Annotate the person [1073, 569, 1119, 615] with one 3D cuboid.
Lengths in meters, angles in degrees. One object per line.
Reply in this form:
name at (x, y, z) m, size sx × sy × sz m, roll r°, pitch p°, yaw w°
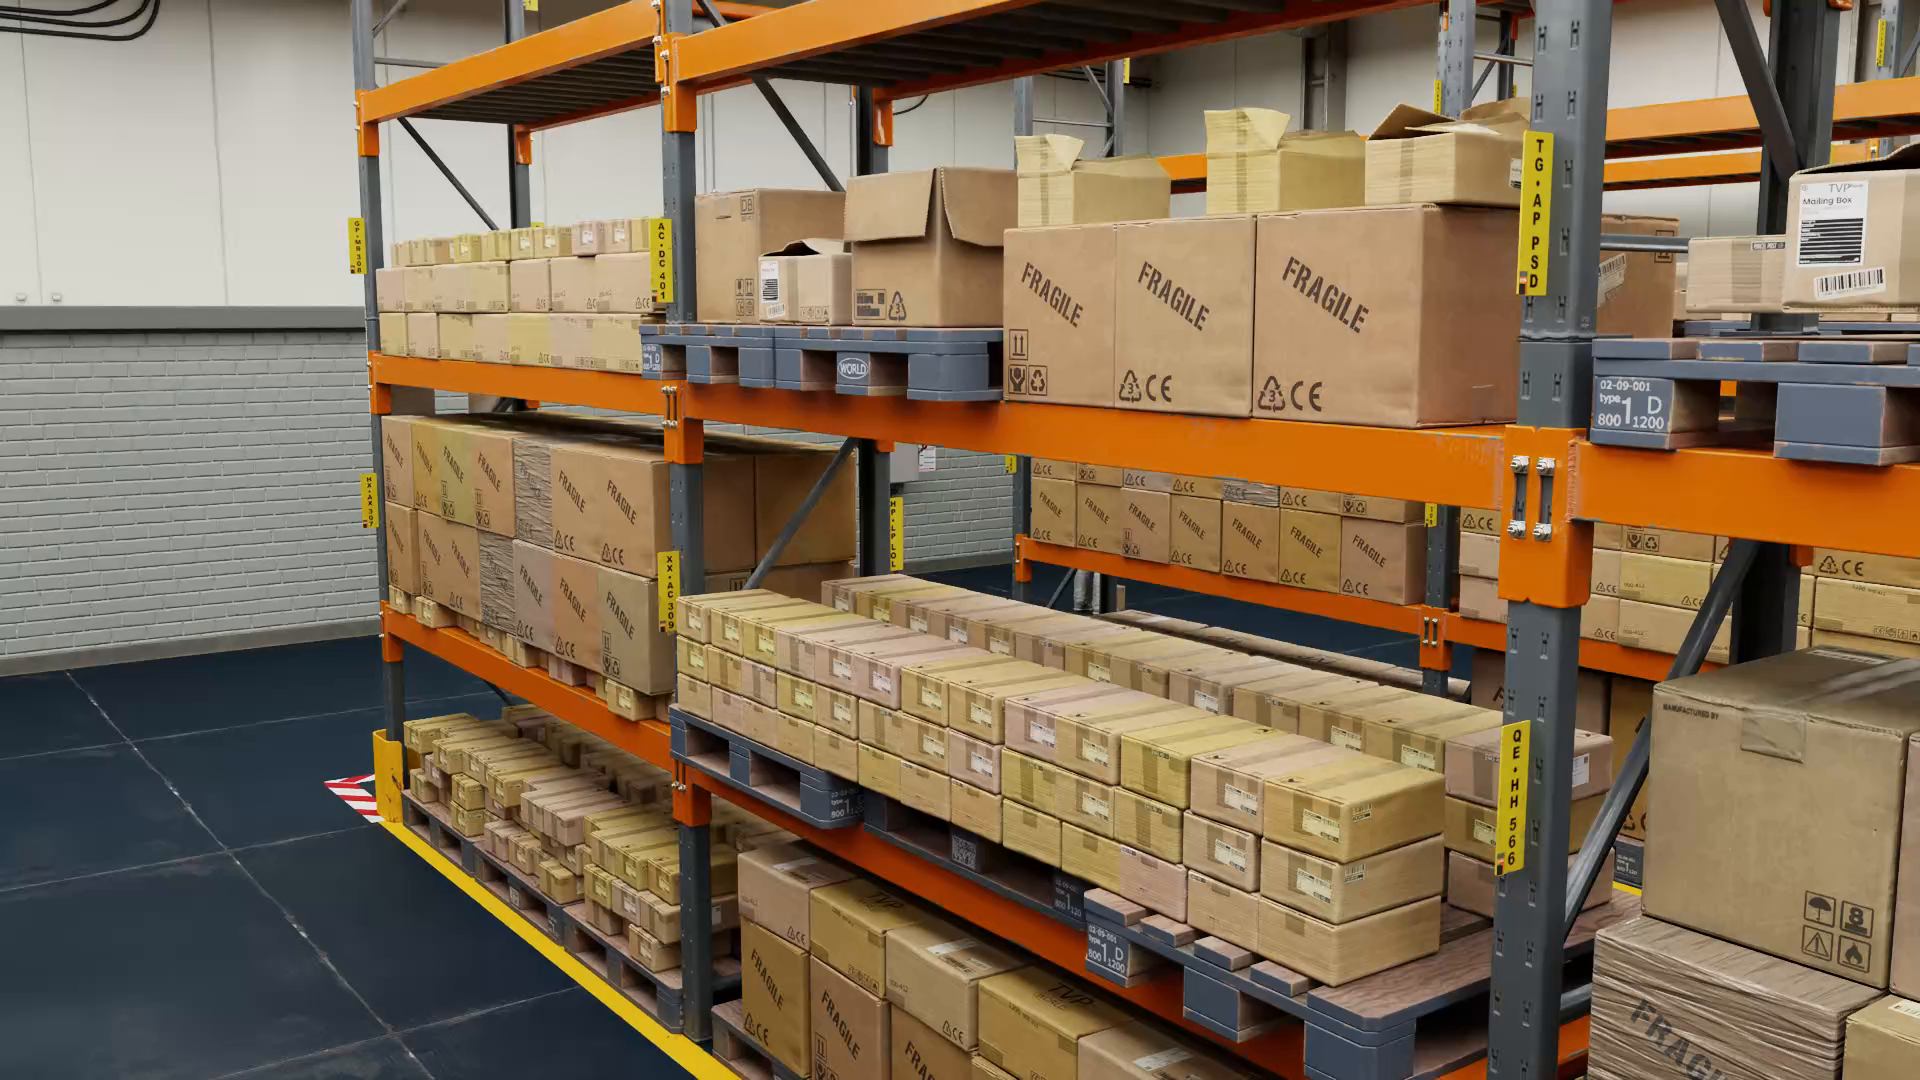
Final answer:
person at (1.357, -0.085, 16.897) m, size 0.465 × 1.666 × 0.538 m, roll -6°, pitch 10°, yaw -35°
